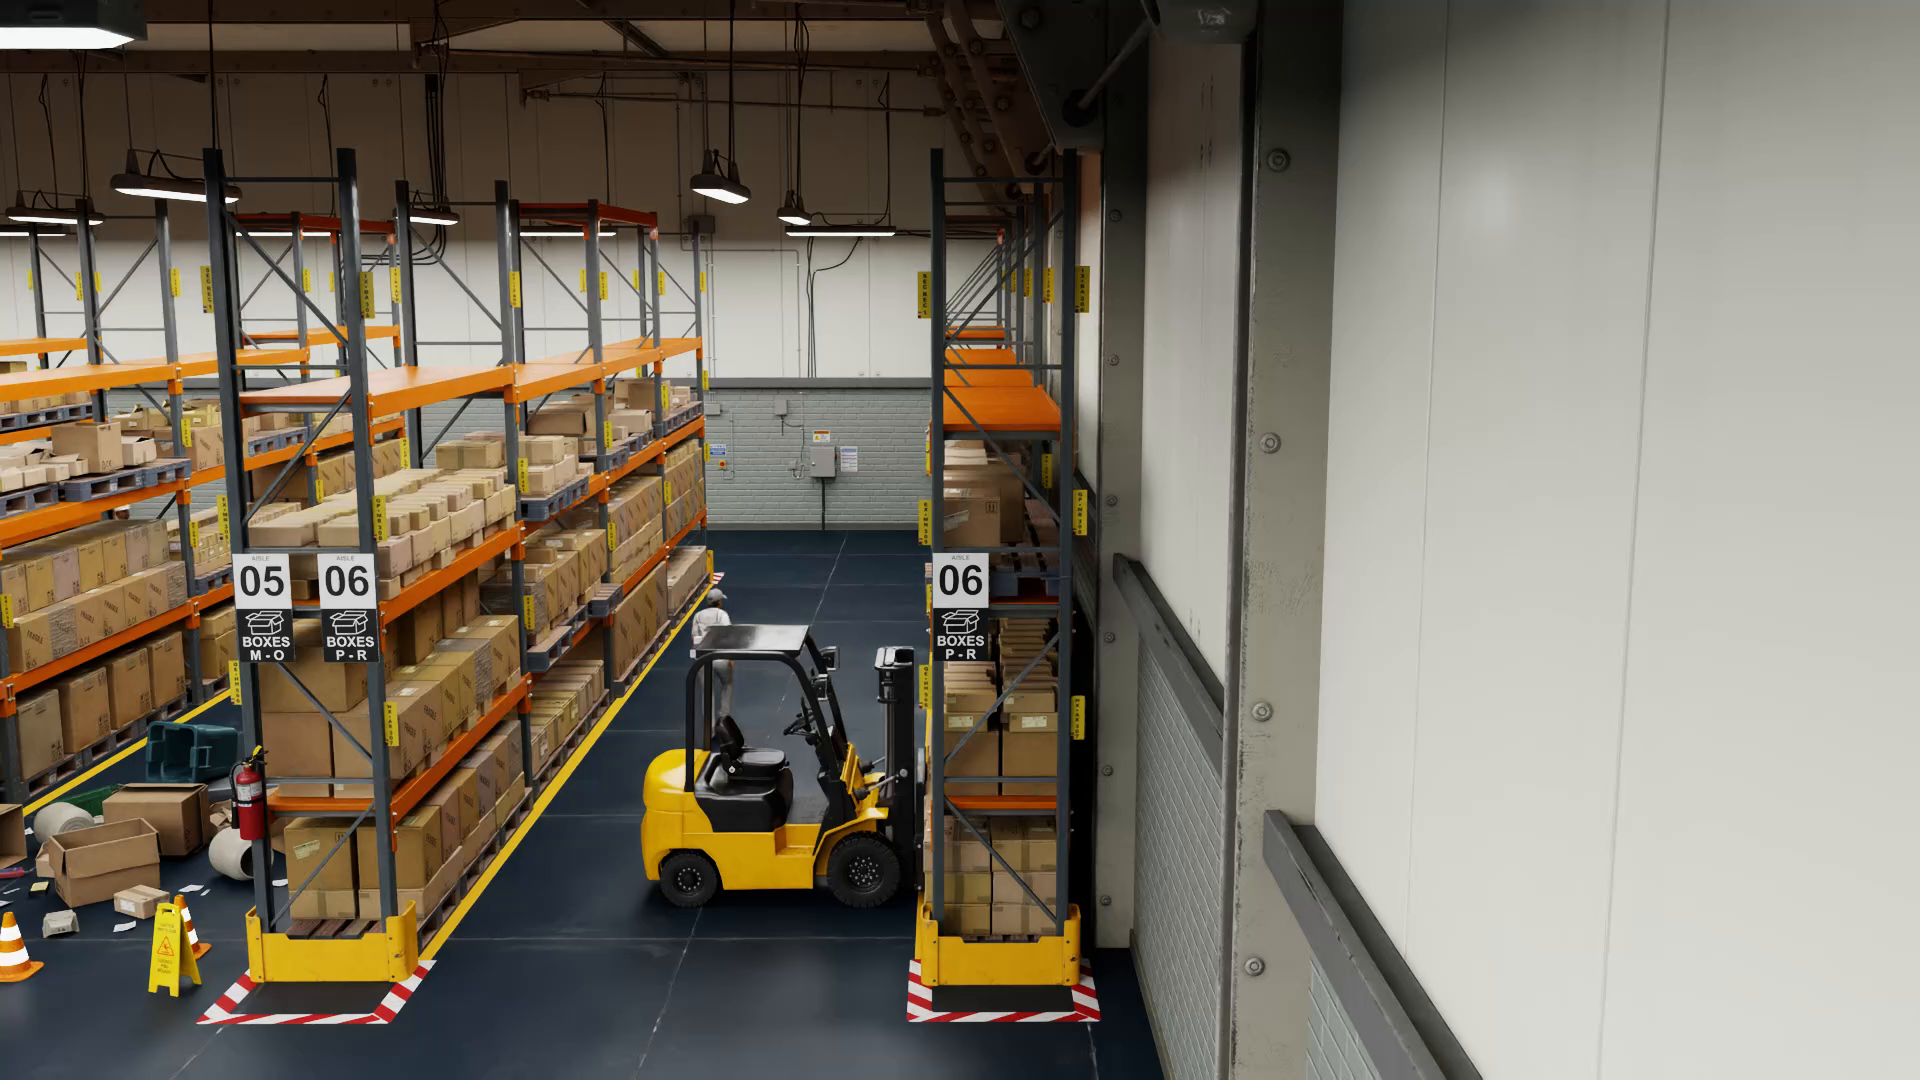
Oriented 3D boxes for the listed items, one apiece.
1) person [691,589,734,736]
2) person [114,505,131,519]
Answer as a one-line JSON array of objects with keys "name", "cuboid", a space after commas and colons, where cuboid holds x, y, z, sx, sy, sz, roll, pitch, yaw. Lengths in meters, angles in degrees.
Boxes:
[{"name": "person", "cuboid": [-2.800, 1.401, 18.847, 0.511, 1.681, 0.799, 0, 9, -2]}, {"name": "person", "cuboid": [-12.545, 0.284, 24.969, 0.470, 1.780, 0.552, -8, 12, -39]}]
